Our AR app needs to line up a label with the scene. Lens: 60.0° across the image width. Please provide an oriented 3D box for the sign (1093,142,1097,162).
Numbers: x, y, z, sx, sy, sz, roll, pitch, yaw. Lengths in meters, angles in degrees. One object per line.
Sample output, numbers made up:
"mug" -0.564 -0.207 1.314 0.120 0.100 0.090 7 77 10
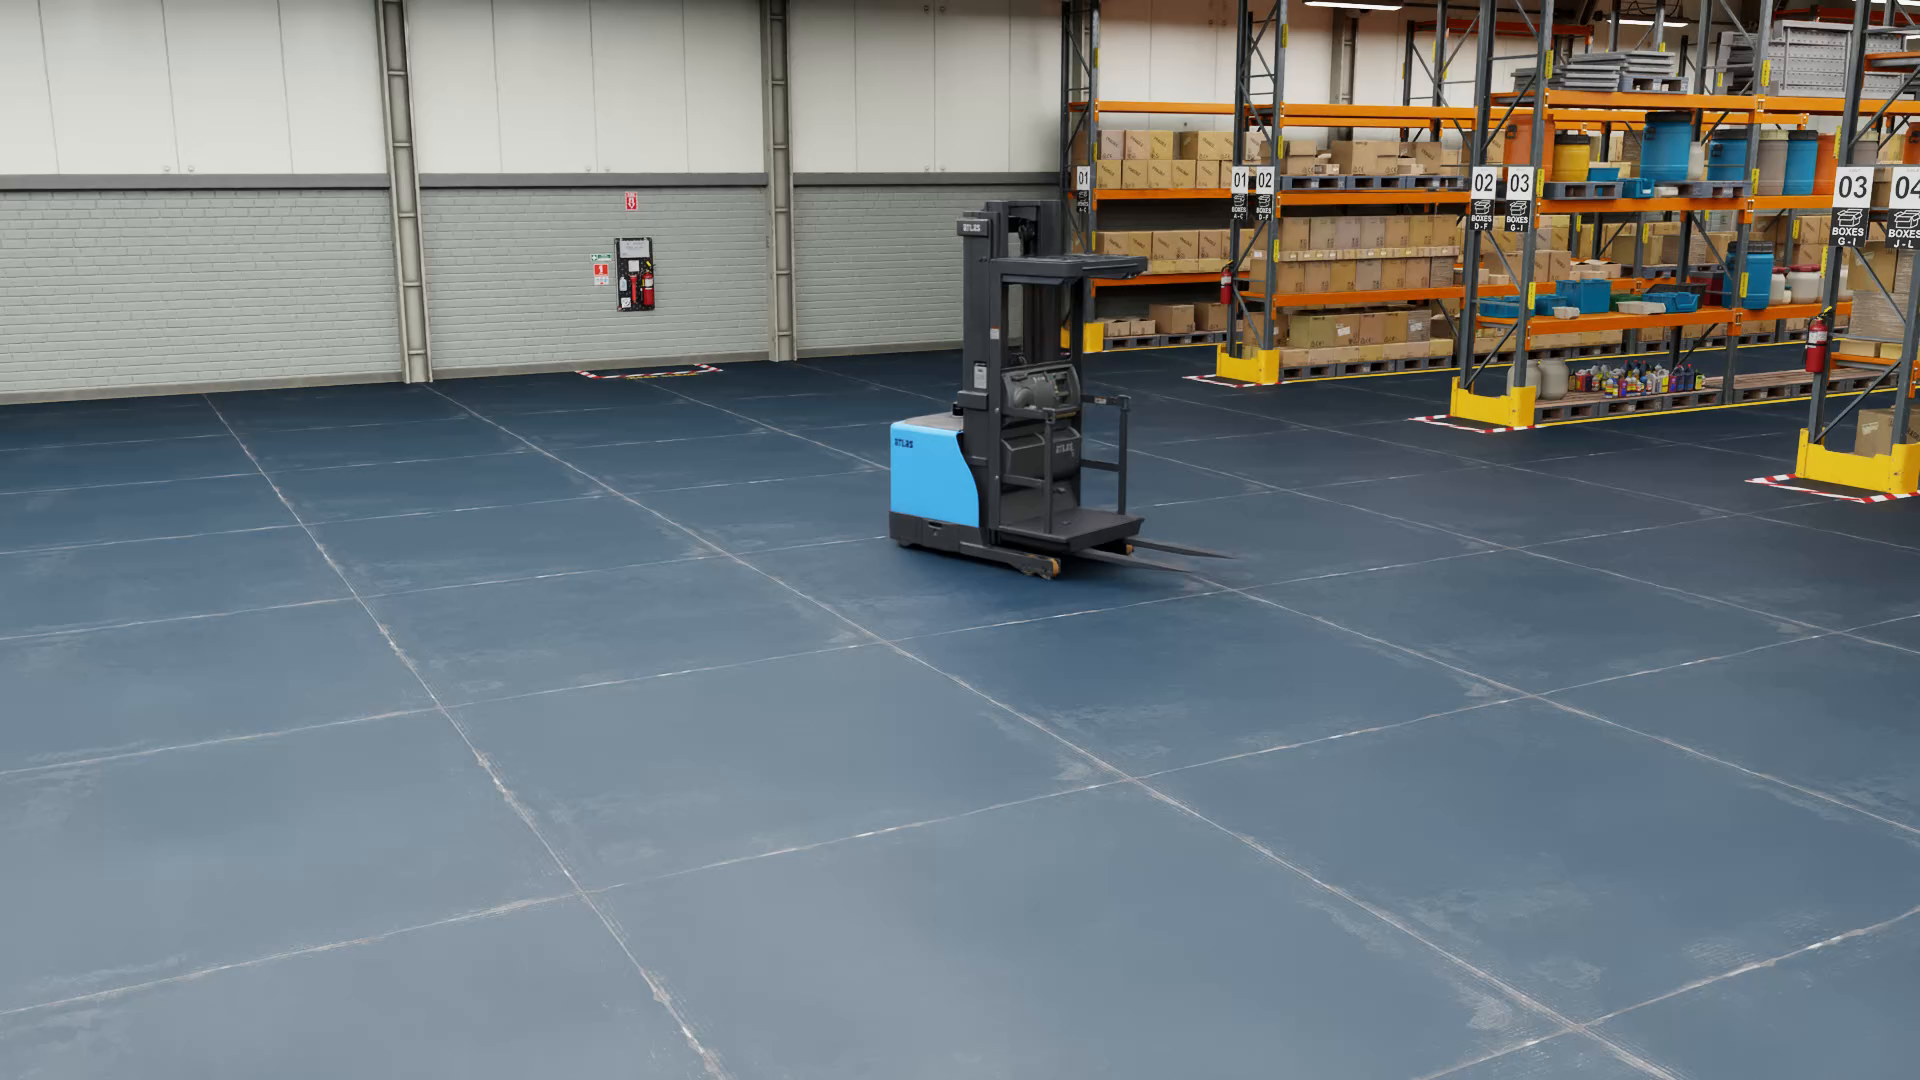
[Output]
"sign" 2.327 -6.687 28.670 0.005 0.325 0.100 -7 14 -28

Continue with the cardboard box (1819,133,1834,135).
"cardboard box" 15.891 -7.294 30.851 0.500 0.500 0.700 -7 14 -28

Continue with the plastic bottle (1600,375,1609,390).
"plastic bottle" 8.811 -2.155 22.726 0.097 0.201 0.097 0 13 0

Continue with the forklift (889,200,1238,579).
"forklift" 0.826 -1.250 13.486 3.031 2.935 1.130 11 17 40

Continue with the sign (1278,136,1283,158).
"sign" 4.704 -5.769 24.408 0.005 0.325 0.100 -7 14 -28

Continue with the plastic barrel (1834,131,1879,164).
"plastic barrel" 13.010 -5.498 24.233 0.600 0.901 0.600 0 13 0

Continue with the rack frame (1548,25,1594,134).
"rack frame" 12.599 -9.091 34.511 0.127 3.000 1.000 -7 14 -28

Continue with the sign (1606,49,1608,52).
"sign" 11.197 -8.314 28.749 0.005 0.325 0.100 -7 14 -28

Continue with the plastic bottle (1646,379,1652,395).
"plastic bottle" 9.210 -2.052 22.265 0.097 0.201 0.097 0 13 0

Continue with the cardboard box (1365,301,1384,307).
"cardboard box" 7.974 -4.621 33.003 0.500 0.500 0.700 -7 14 -28

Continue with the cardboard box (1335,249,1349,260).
"cardboard box" 5.796 -4.422 25.720 0.250 0.149 0.380 -7 15 -30

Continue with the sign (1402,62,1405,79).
"sign" 8.819 -9.310 32.994 0.005 0.325 0.100 -7 14 -28

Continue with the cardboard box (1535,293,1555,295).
"cardboard box" 12.091 -5.227 34.944 0.750 0.750 0.750 -7 14 -27

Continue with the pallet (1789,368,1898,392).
"pallet" 13.137 -2.400 24.793 1.213 0.211 1.003 -7 14 -28

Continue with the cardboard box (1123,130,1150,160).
"cardboard box" 2.985 -6.949 29.271 0.500 0.500 0.500 -7 14 -29

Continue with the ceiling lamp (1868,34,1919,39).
"ceiling lamp" 19.676 -12.156 34.832 0.800 3.185 2.000 -7 14 -28

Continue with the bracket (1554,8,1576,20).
"bracket" 12.605 -10.976 34.685 0.430 0.232 0.235 -7 14 -28

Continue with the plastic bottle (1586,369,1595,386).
"plastic bottle" 8.572 -2.192 22.720 0.135 0.276 0.152 -7 15 -29

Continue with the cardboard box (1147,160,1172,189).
"cardboard box" 3.422 -6.516 29.626 0.500 0.500 0.500 -6 14 -25

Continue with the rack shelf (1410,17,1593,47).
"rack shelf" 10.844 -10.151 33.290 4.000 0.370 1.077 -7 14 -28

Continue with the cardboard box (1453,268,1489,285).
"cardboard box" 8.365 -4.356 27.473 0.500 0.250 0.500 -6 14 -24

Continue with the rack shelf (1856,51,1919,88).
"rack shelf" 10.942 -4.823 17.191 4.000 0.370 1.077 -7 14 -28

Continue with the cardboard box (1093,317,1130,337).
"cardboard box" 2.717 -3.860 30.053 0.500 0.311 0.500 -9 15 -34

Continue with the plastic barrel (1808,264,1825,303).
"plastic barrel" 12.293 -3.661 23.736 0.433 0.535 0.433 0 13 0

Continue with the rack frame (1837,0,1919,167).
"rack frame" 9.187 -4.965 16.176 0.127 3.000 1.000 -7 14 -28

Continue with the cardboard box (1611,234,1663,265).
"cardboard box" 11.964 -5.131 29.393 0.700 0.500 0.500 11 17 41

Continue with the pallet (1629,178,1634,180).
"pallet" 10.912 -6.072 28.357 1.003 0.211 1.213 -6 14 -25

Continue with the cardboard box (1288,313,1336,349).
"cardboard box" 5.459 -3.244 25.789 0.500 0.500 0.500 -7 14 -28

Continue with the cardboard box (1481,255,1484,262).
"cardboard box" 10.604 -5.762 33.906 0.250 0.149 0.380 -7 14 -27

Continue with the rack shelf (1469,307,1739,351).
"rack shelf" 8.569 -2.852 22.090 4.000 0.370 1.077 -7 14 -28

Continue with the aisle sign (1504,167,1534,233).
"aisle sign" 6.891 -4.197 20.506 0.004 0.787 0.394 -7 14 -28

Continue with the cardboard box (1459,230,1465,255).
"cardboard box" 10.101 -6.003 33.498 0.500 0.500 0.500 -6 14 -26

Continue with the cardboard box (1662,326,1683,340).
"cardboard box" 12.458 -3.834 29.503 0.500 0.500 0.500 -7 15 -30

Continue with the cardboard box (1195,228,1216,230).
"cardboard box" 4.609 -5.563 31.082 0.500 0.500 0.500 -7 14 -28

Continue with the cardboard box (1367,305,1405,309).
"cardboard box" 6.962 -3.555 27.174 0.500 0.500 0.500 -7 14 -28

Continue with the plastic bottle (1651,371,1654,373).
"plastic bottle" 9.374 -2.143 22.483 0.133 0.283 0.061 -7 14 -28

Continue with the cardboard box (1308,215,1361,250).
"cardboard box" 5.807 -4.791 25.885 0.500 0.500 0.700 -7 14 -28

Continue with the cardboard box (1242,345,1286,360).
"cardboard box" 4.772 -2.925 26.079 0.500 0.250 0.500 -7 14 -28

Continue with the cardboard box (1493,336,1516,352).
"cardboard box" 8.876 -3.280 27.659 0.500 0.250 0.500 -6 14 -26

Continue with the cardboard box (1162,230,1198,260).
"cardboard box" 3.972 -5.357 30.168 0.500 0.500 0.500 -6 14 -26

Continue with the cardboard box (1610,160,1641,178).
"cardboard box" 11.832 -6.354 28.952 0.500 0.500 0.910 -7 14 -28

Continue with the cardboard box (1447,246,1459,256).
"cardboard box" 7.818 -4.664 26.797 0.250 0.149 0.380 -7 14 -28

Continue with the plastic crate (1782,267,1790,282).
"plastic crate" 12.270 -3.755 24.316 0.583 0.464 0.402 -7 14 -28

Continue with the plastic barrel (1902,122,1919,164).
"plastic barrel" 14.335 -5.771 24.656 0.708 0.830 0.600 -7 14 -28

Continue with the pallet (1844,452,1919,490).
"pallet" 9.983 -0.765 17.526 1.213 0.211 1.003 -7 14 -28

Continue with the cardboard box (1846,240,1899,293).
"cardboard box" 9.551 -2.826 17.150 0.500 0.500 0.500 -7 14 -28

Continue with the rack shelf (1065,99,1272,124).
"rack shelf" 3.822 -7.687 29.915 4.000 0.370 1.077 -7 14 -28

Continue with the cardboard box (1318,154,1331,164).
"cardboard box" 5.816 -5.871 25.963 0.500 0.311 0.500 -5 14 -21

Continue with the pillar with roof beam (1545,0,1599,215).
"pillar with roof beam" 14.862 -8.502 31.892 0.548 9.000 9.100 -7 14 -28

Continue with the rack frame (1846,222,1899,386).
"rack frame" 13.835 -3.835 24.816 0.127 3.000 1.000 -7 14 -28

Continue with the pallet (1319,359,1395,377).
"pallet" 6.164 -2.804 26.586 1.213 0.211 1.003 -7 14 -28
